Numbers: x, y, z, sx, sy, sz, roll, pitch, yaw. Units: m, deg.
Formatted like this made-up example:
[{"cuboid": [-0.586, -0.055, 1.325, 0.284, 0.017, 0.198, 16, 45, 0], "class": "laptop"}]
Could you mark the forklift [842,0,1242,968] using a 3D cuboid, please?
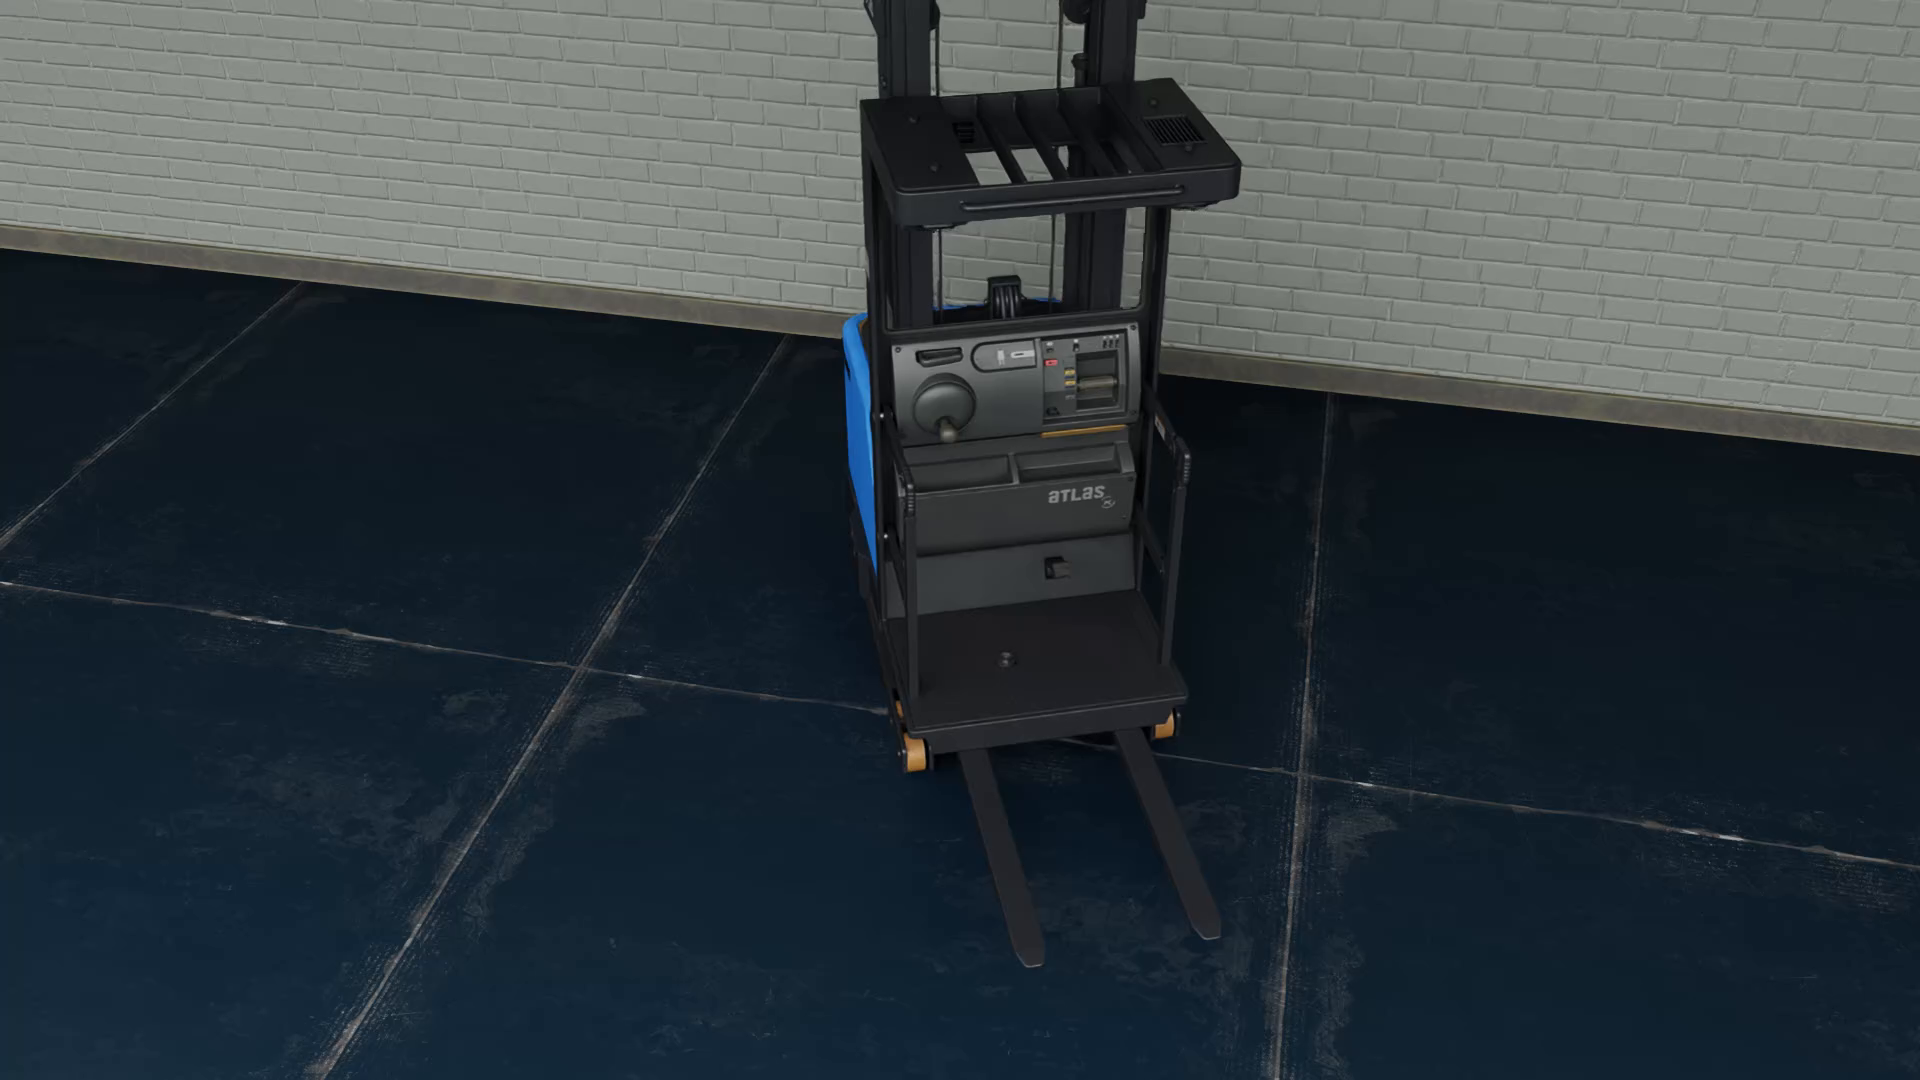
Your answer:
[{"cuboid": [0.255, -0.517, 5.966, 1.130, 2.935, 3.031, -6, 36, -9], "class": "forklift"}]

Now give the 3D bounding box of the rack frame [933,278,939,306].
[{"cuboid": [-0.188, -0.763, 7.908, 0.200, 1.050, 0.008, -6, 36, -9], "class": "rack frame"}]

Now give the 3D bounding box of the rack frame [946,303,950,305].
[{"cuboid": [-0.142, -0.622, 7.714, 0.200, 1.050, 0.008, -6, 36, -9], "class": "rack frame"}]

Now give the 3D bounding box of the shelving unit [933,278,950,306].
[{"cuboid": [-0.165, -0.692, 7.811, 0.215, 1.050, 0.252, -6, 36, -9], "class": "shelving unit"}]
